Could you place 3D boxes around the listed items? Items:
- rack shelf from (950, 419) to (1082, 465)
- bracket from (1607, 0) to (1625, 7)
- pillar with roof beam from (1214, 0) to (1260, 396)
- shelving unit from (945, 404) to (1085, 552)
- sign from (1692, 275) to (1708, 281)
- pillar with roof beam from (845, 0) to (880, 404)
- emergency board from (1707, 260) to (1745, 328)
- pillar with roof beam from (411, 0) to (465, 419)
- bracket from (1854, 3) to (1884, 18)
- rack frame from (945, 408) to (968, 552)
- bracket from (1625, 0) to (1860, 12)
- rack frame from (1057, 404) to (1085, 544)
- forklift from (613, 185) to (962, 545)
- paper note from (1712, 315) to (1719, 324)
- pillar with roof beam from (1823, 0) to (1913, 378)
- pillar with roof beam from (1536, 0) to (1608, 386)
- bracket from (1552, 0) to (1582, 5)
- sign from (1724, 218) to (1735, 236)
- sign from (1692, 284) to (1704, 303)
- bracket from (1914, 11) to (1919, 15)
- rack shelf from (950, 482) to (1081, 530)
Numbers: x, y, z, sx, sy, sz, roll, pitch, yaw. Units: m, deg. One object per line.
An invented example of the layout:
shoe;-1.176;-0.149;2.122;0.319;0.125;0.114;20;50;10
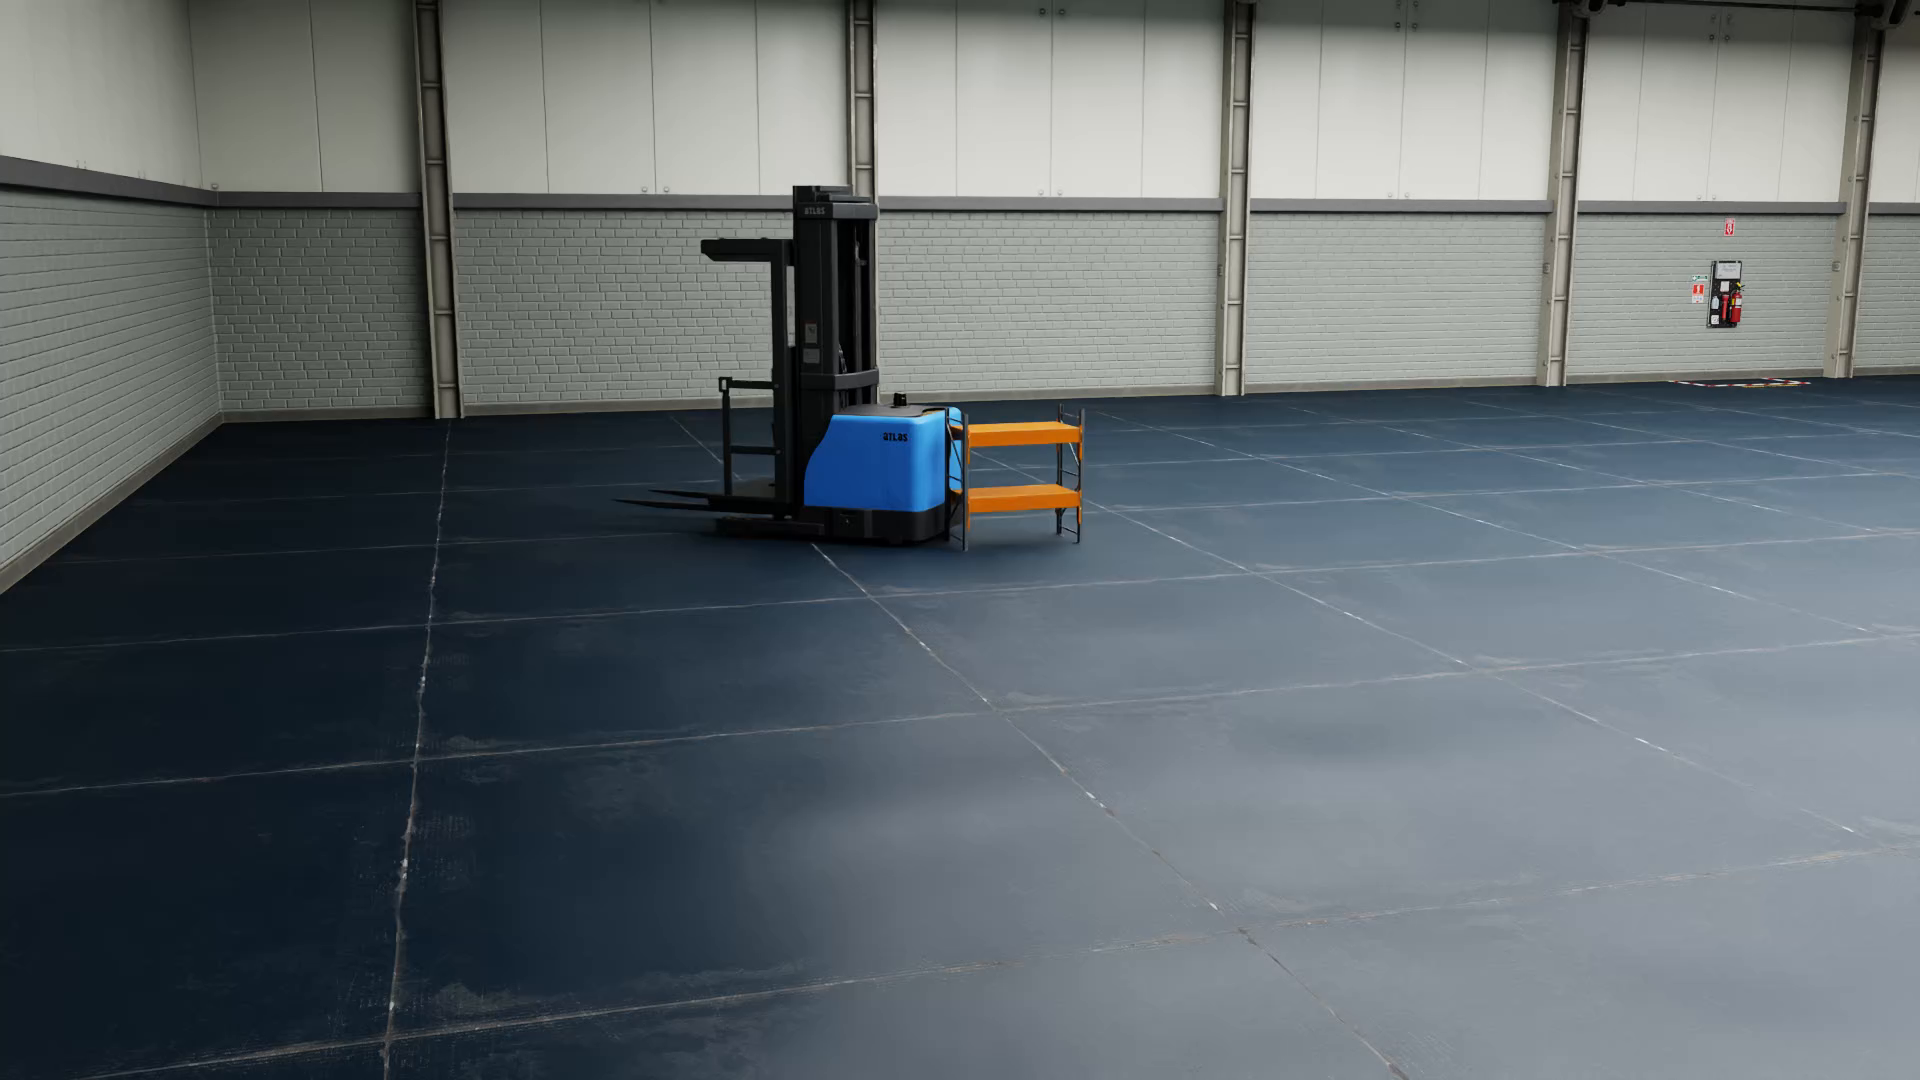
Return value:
rack shelf;0.448;-0.818;13.764;1.000;0.278;0.538;-4;11;-19
bracket;10.585;-8.797;27.037;0.430;0.232;0.235;-3;11;-16
pillar with roof beam;5.530;-6.016;21.870;0.548;9.000;9.100;-3;11;-16
shelving unit;0.448;-0.530;13.817;1.048;1.125;0.538;-4;11;-19
sign;12.912;-4.569;29.020;0.331;0.109;0.001;-3;11;-16
pillar with roof beam;-0.231;-5.712;20.221;0.400;9.000;9.100;-3;11;-16
emergency board;13.465;-4.303;29.133;0.643;1.169;0.194;-3;11;-16
pillar with roof beam;-5.992;-5.409;18.571;0.400;9.000;9.100;-3;11;-16
bracket;15.549;-9.059;28.458;0.430;0.232;0.235;-3;11;-16
rack frame;-0.032;-0.499;13.652;0.032;1.125;0.500;-4;11;-19
bracket;13.059;-8.928;27.745;4.783;0.066;0.076;-3;11;-16
rack frame;0.928;-0.560;13.983;0.032;1.125;0.500;-4;11;-19
forklift;-1.552;-1.541;14.323;3.031;2.935;1.130;4;11;20
paper note;13.276;-3.872;29.230;0.142;0.148;0.016;-3;11;-16
pillar with roof beam;17.052;-6.623;25.168;0.548;9.000;9.100;-3;11;-16
pillar with roof beam;11.291;-6.319;23.519;0.548;9.000;9.100;-3;11;-16
bracket;9.788;-8.755;26.809;0.430;0.232;0.235;-3;11;-16
sign;13.429;-5.460;29.015;0.199;0.298;0.001;-3;11;-16
sign;12.905;-4.310;29.076;0.234;0.329;0.001;-3;11;-16
bracket;18.820;-9.231;29.395;4.783;0.066;0.076;-3;11;-16
rack shelf;0.448;-0.289;13.862;1.000;0.278;0.538;-4;11;-19
